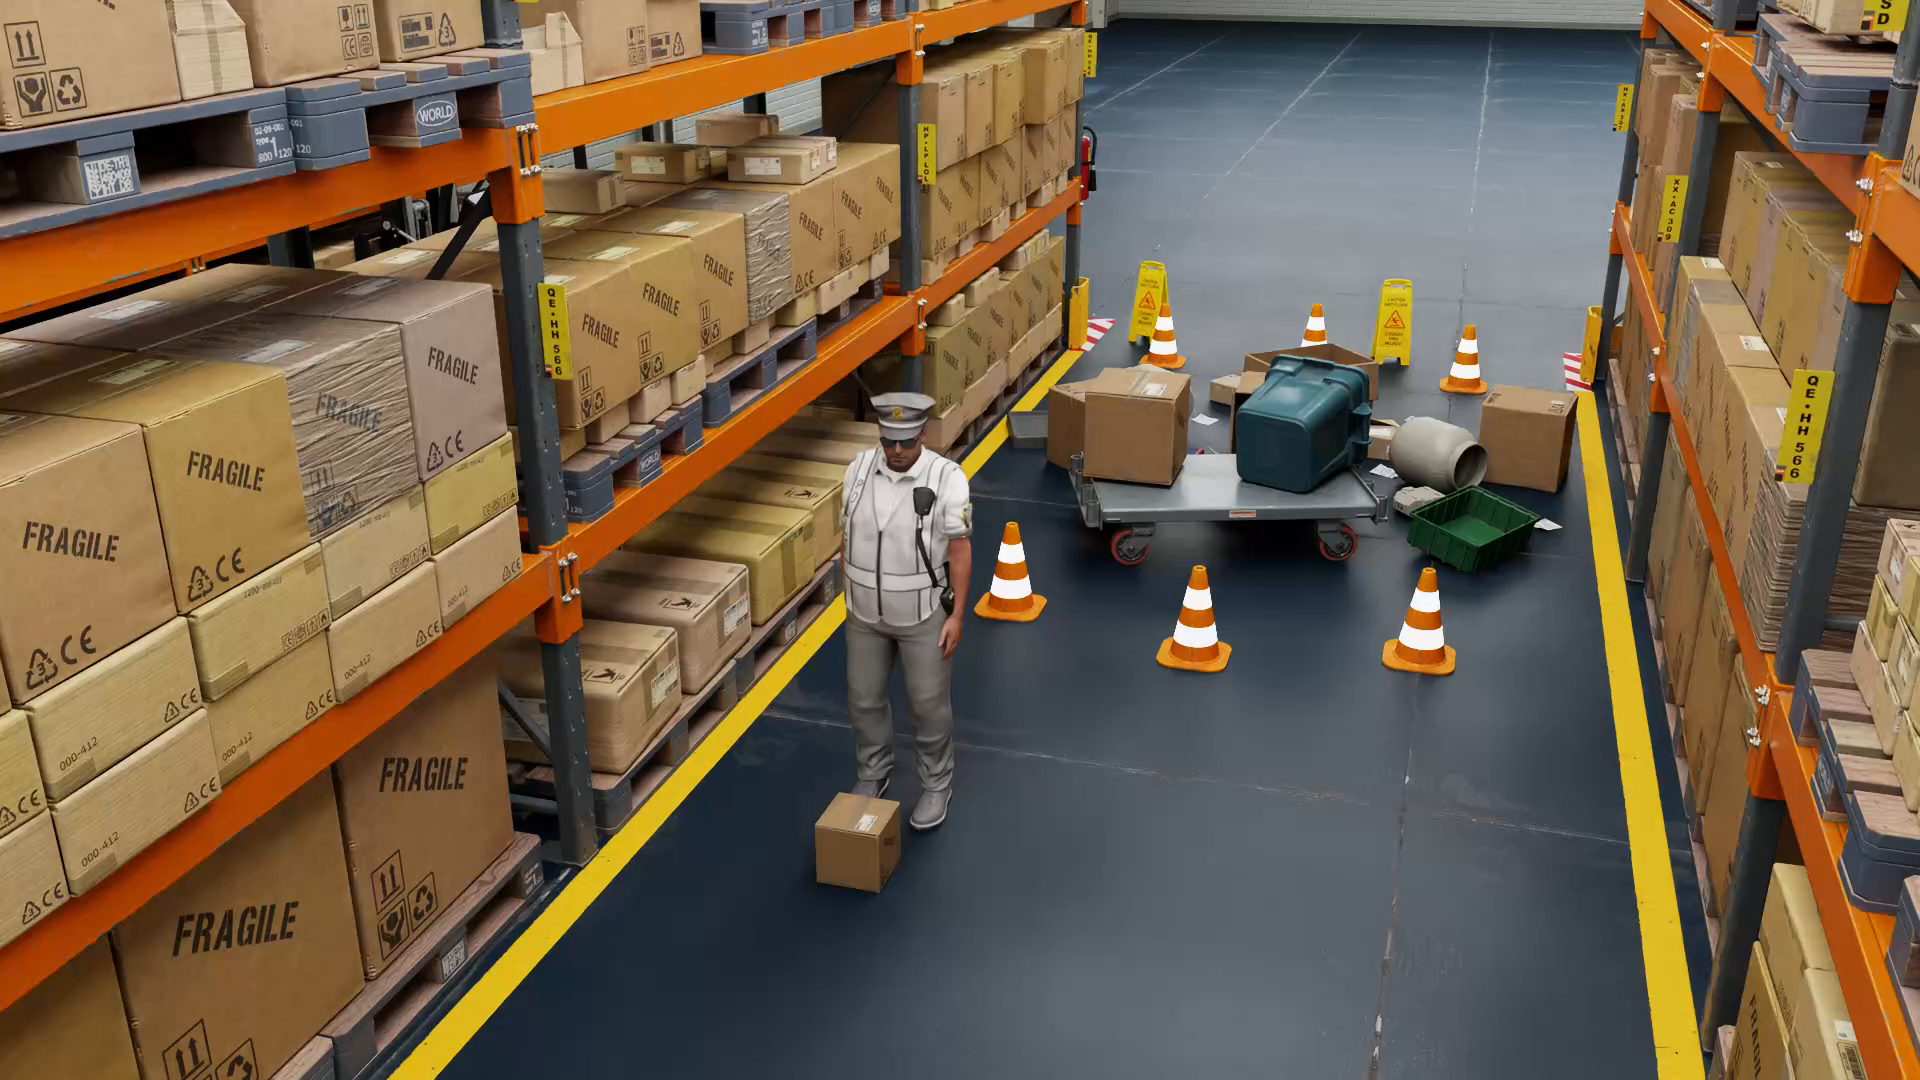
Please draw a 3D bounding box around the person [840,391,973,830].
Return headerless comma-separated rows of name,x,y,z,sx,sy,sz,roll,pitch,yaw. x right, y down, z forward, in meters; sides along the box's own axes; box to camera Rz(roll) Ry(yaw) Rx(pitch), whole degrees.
person,-0.219,0.273,6.415,0.529,1.742,0.392,7,23,17
